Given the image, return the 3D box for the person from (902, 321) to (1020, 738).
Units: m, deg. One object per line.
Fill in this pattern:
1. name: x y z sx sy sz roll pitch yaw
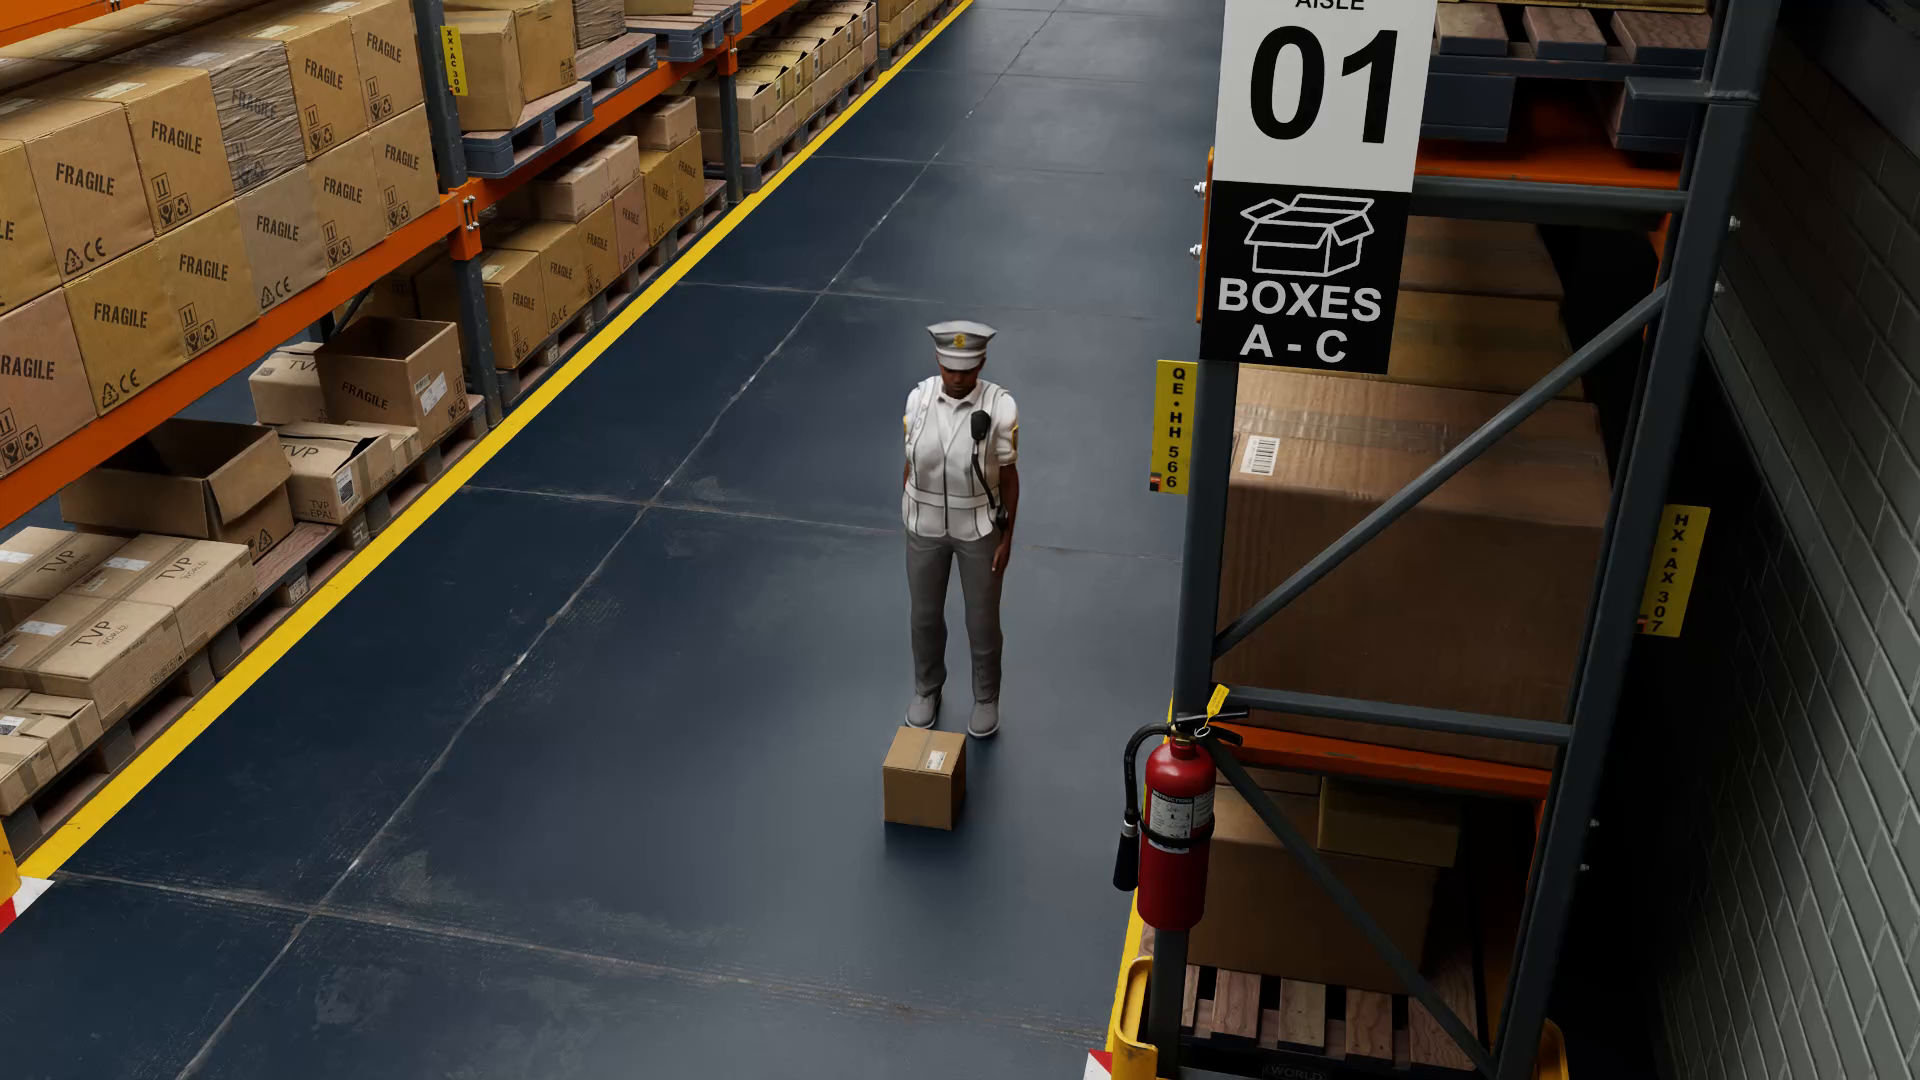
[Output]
1. person: 0.000 -0.024 6.178 0.438 1.658 0.340 6 30 11
